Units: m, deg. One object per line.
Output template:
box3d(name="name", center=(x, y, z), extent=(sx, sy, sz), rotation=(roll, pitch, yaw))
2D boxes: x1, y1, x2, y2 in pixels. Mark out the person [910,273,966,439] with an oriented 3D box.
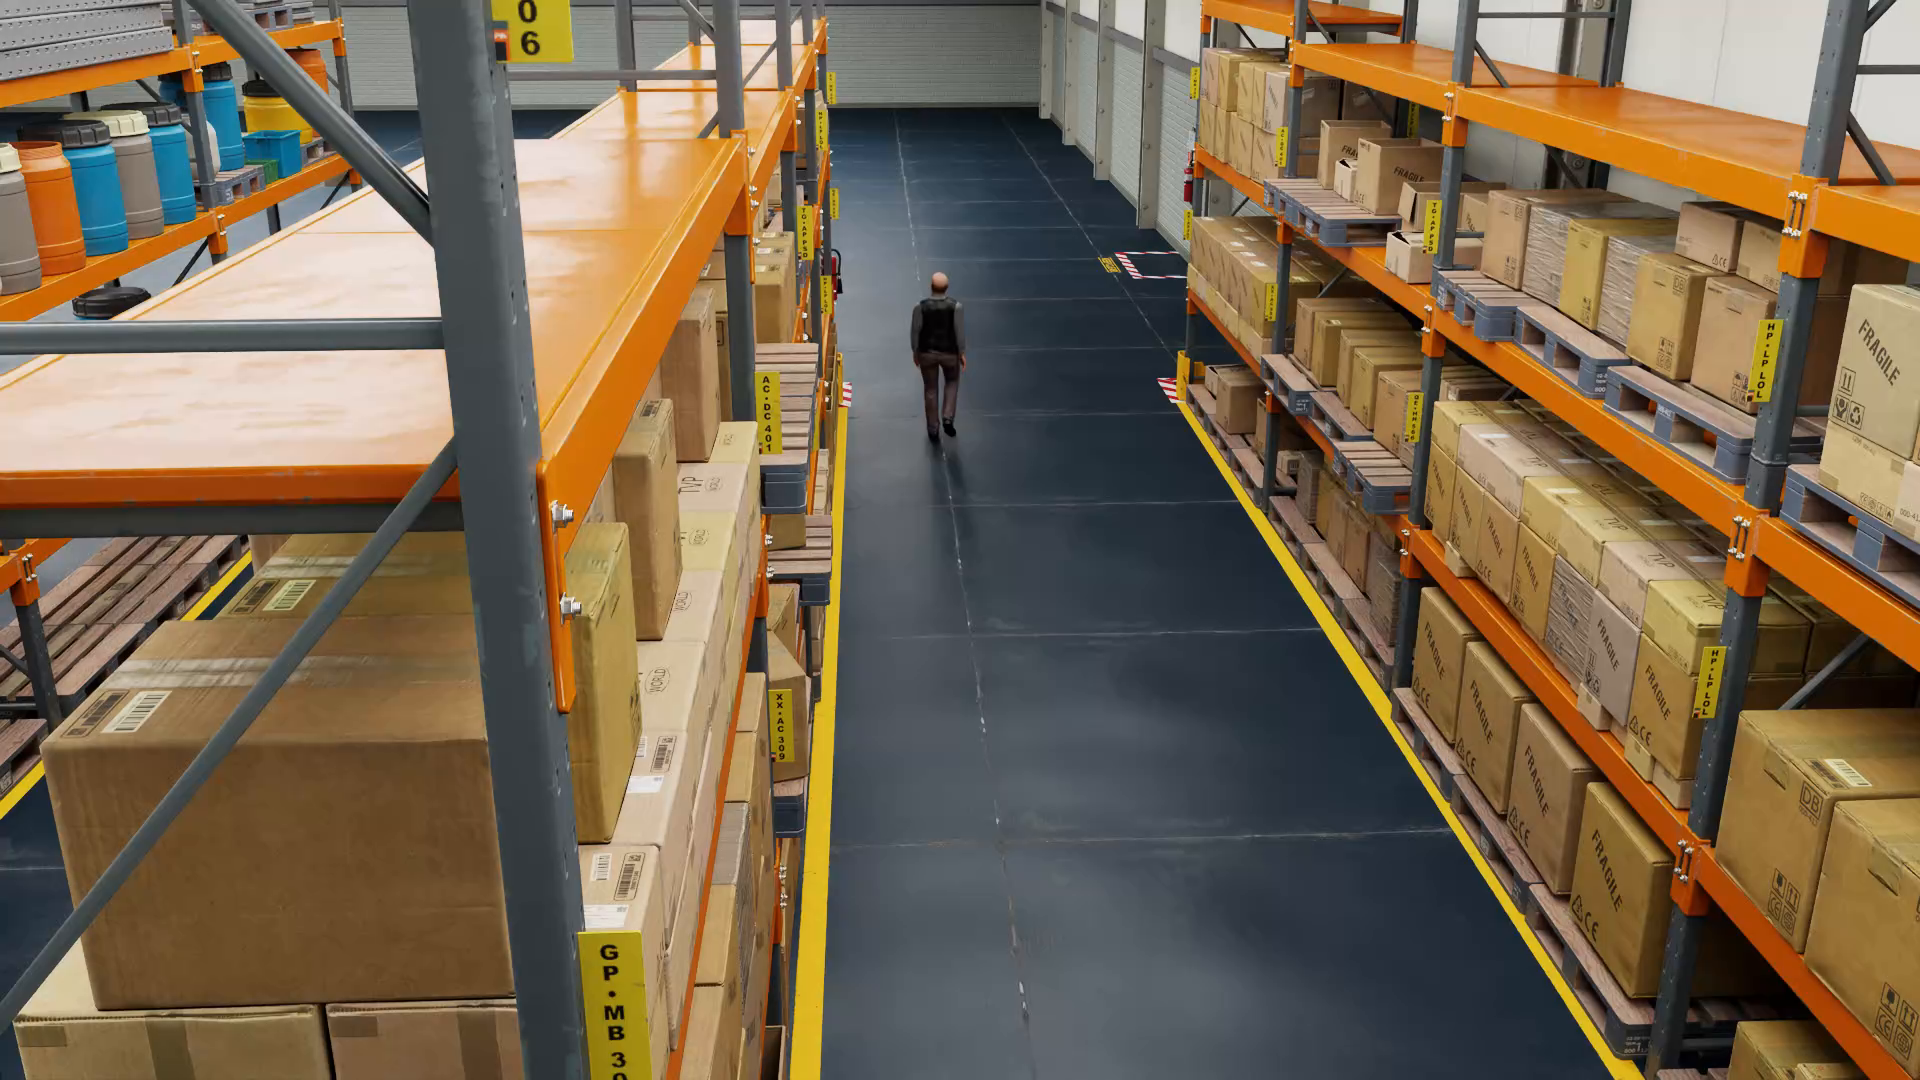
box3d(name="person", center=(-0.225, -1.890, 17.106), extent=(0.567, 1.766, 0.515), rotation=(-1, 20, -2))
